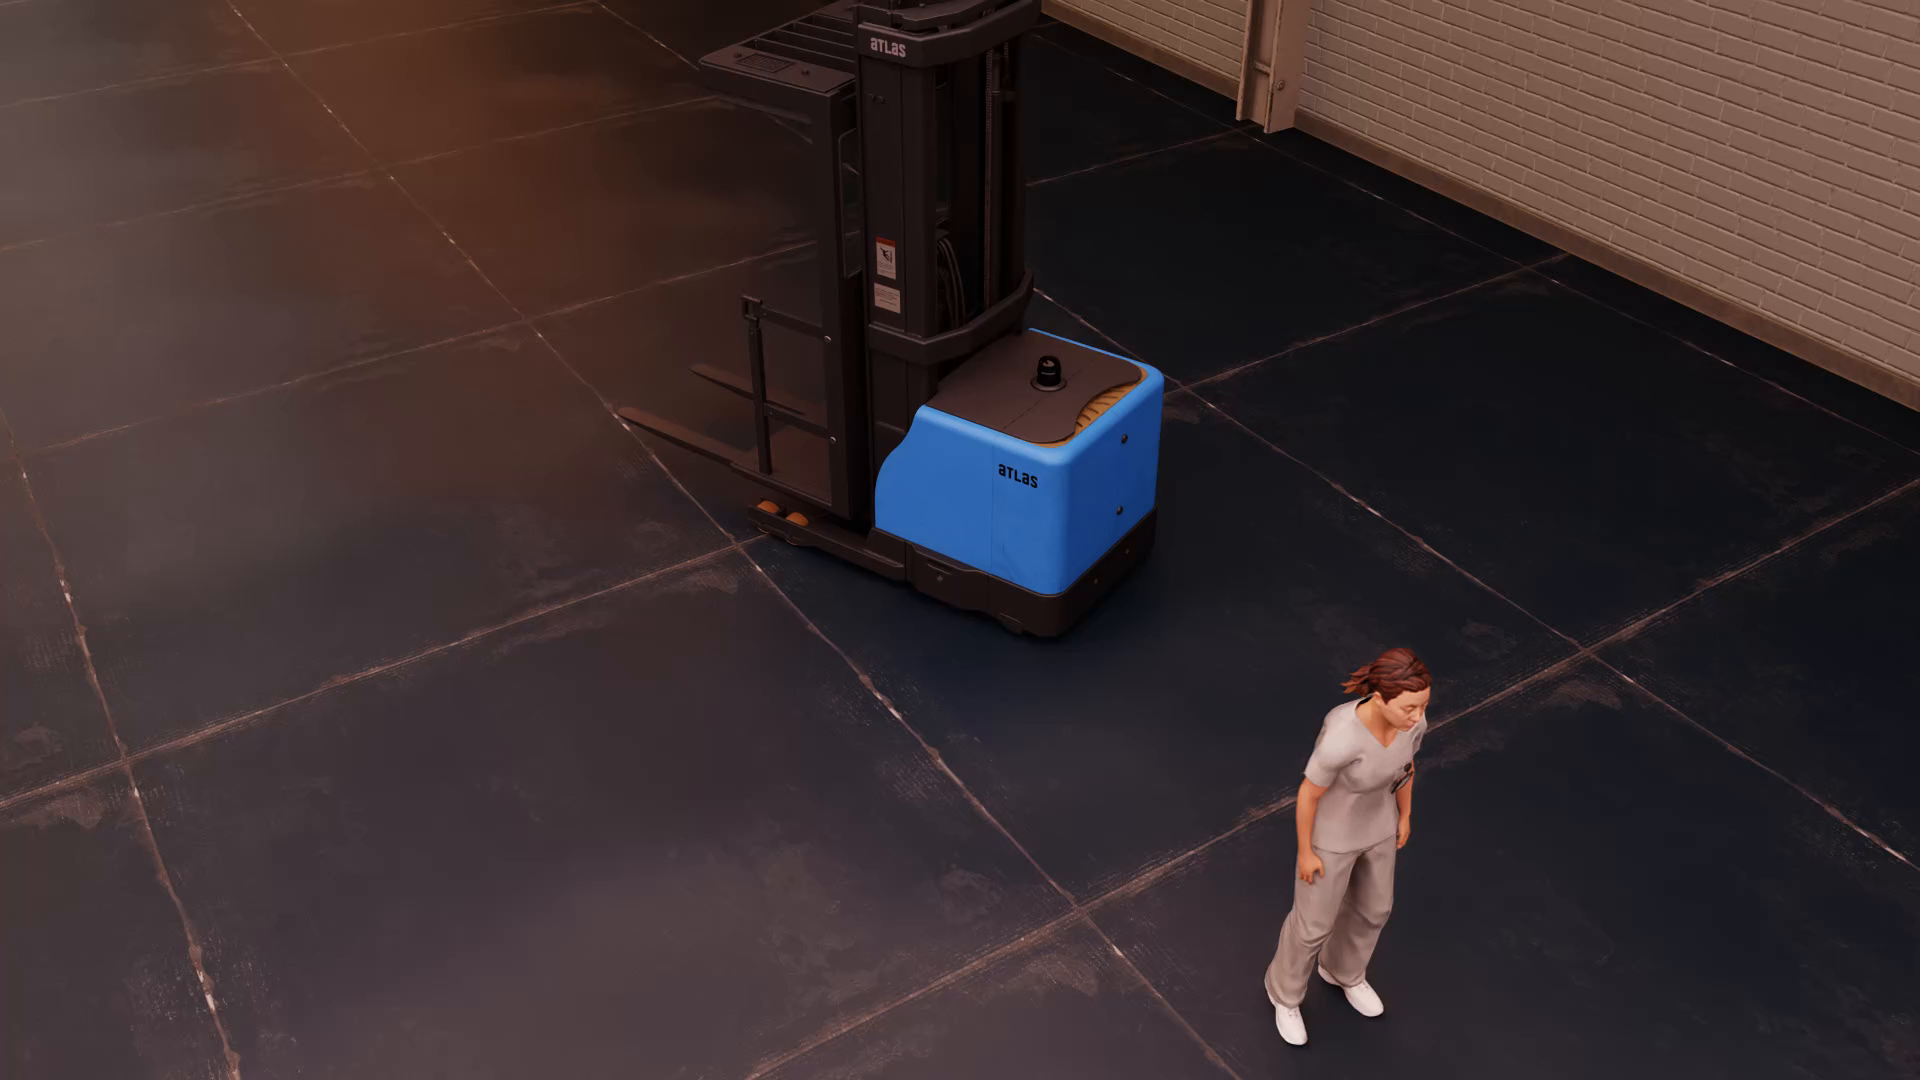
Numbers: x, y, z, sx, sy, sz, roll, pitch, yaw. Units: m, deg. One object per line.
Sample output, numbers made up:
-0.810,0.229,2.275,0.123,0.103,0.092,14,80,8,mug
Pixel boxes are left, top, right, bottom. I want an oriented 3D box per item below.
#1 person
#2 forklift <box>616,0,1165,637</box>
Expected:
1.366,1.032,5.775,0.511,1.671,0.365,-16,38,-21,person
-0.500,-1.399,8.138,3.031,2.935,1.130,22,41,28,forklift
